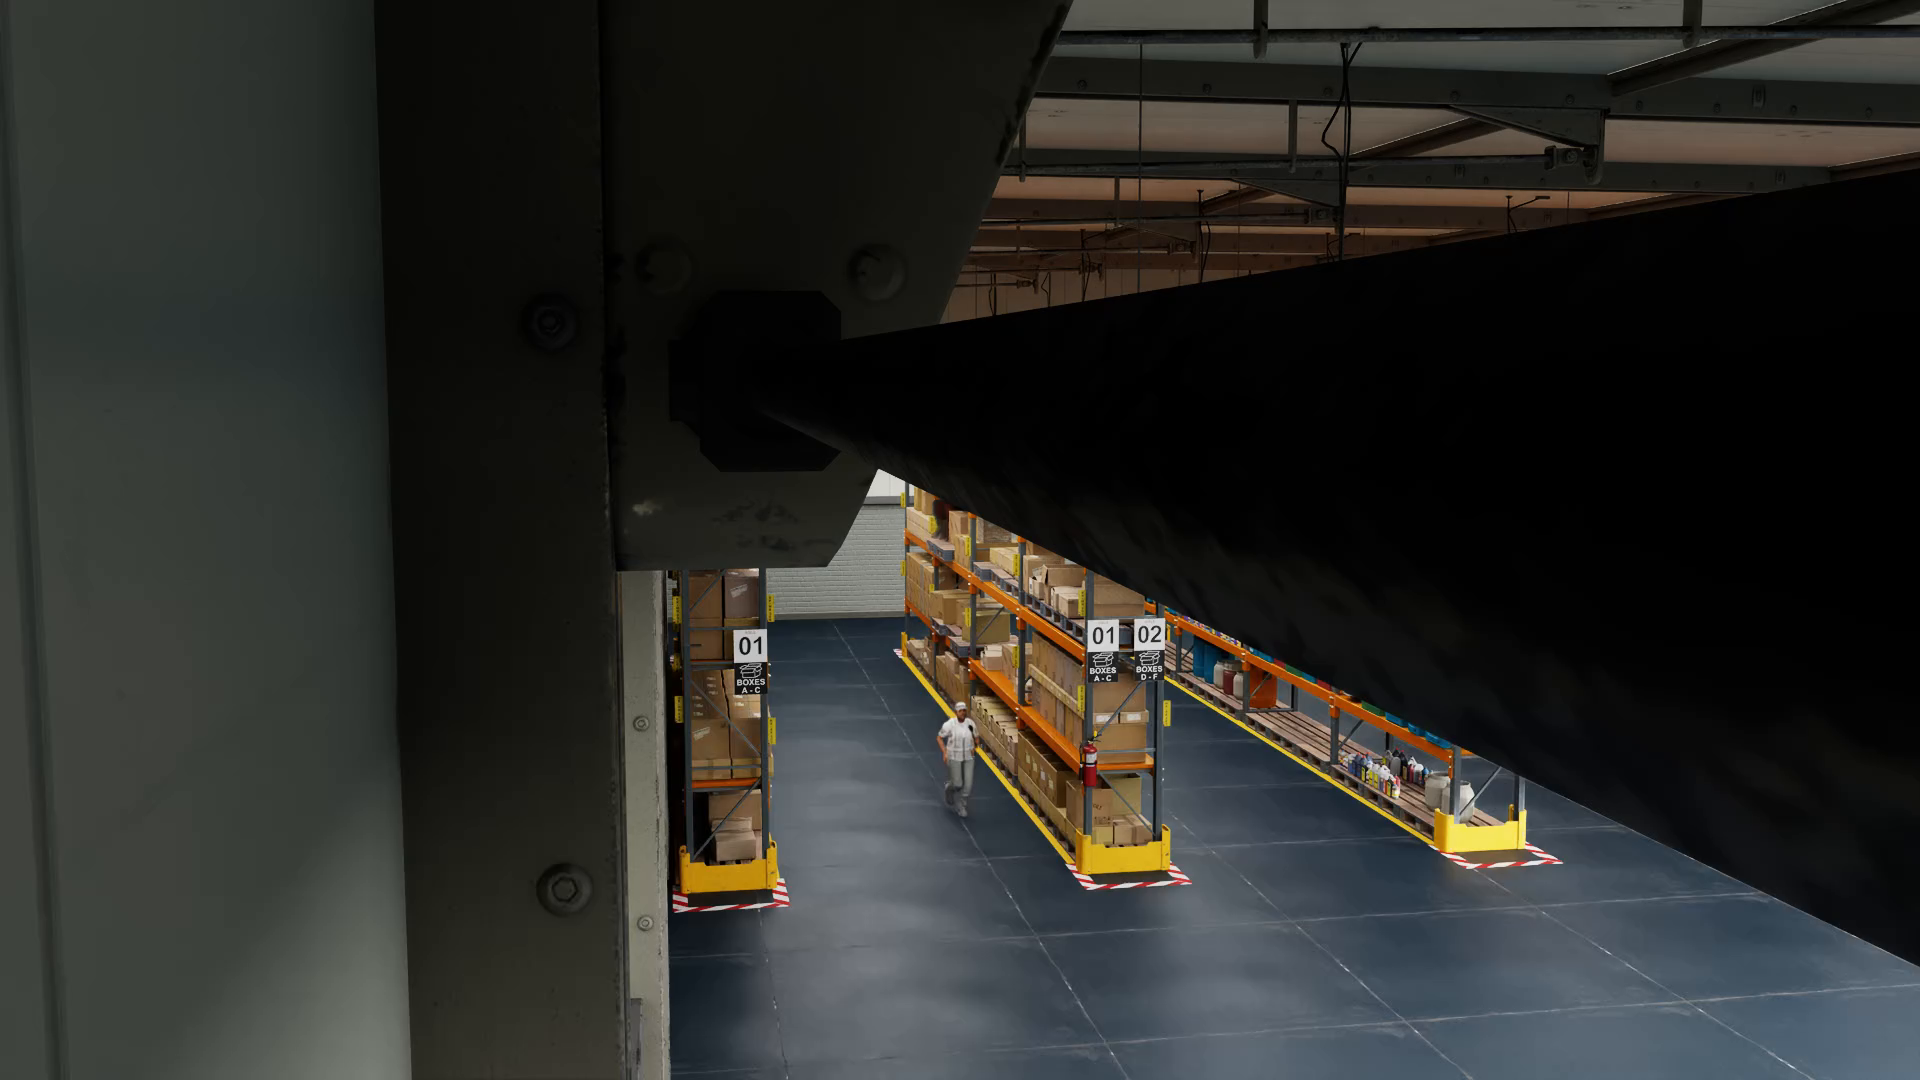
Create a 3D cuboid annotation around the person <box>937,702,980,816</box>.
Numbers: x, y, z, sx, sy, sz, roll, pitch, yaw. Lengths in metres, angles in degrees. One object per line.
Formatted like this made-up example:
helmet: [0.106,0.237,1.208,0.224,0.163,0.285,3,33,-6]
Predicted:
person: [0.008,3.095,23.521,0.608,1.623,0.549,-2,6,-17]
